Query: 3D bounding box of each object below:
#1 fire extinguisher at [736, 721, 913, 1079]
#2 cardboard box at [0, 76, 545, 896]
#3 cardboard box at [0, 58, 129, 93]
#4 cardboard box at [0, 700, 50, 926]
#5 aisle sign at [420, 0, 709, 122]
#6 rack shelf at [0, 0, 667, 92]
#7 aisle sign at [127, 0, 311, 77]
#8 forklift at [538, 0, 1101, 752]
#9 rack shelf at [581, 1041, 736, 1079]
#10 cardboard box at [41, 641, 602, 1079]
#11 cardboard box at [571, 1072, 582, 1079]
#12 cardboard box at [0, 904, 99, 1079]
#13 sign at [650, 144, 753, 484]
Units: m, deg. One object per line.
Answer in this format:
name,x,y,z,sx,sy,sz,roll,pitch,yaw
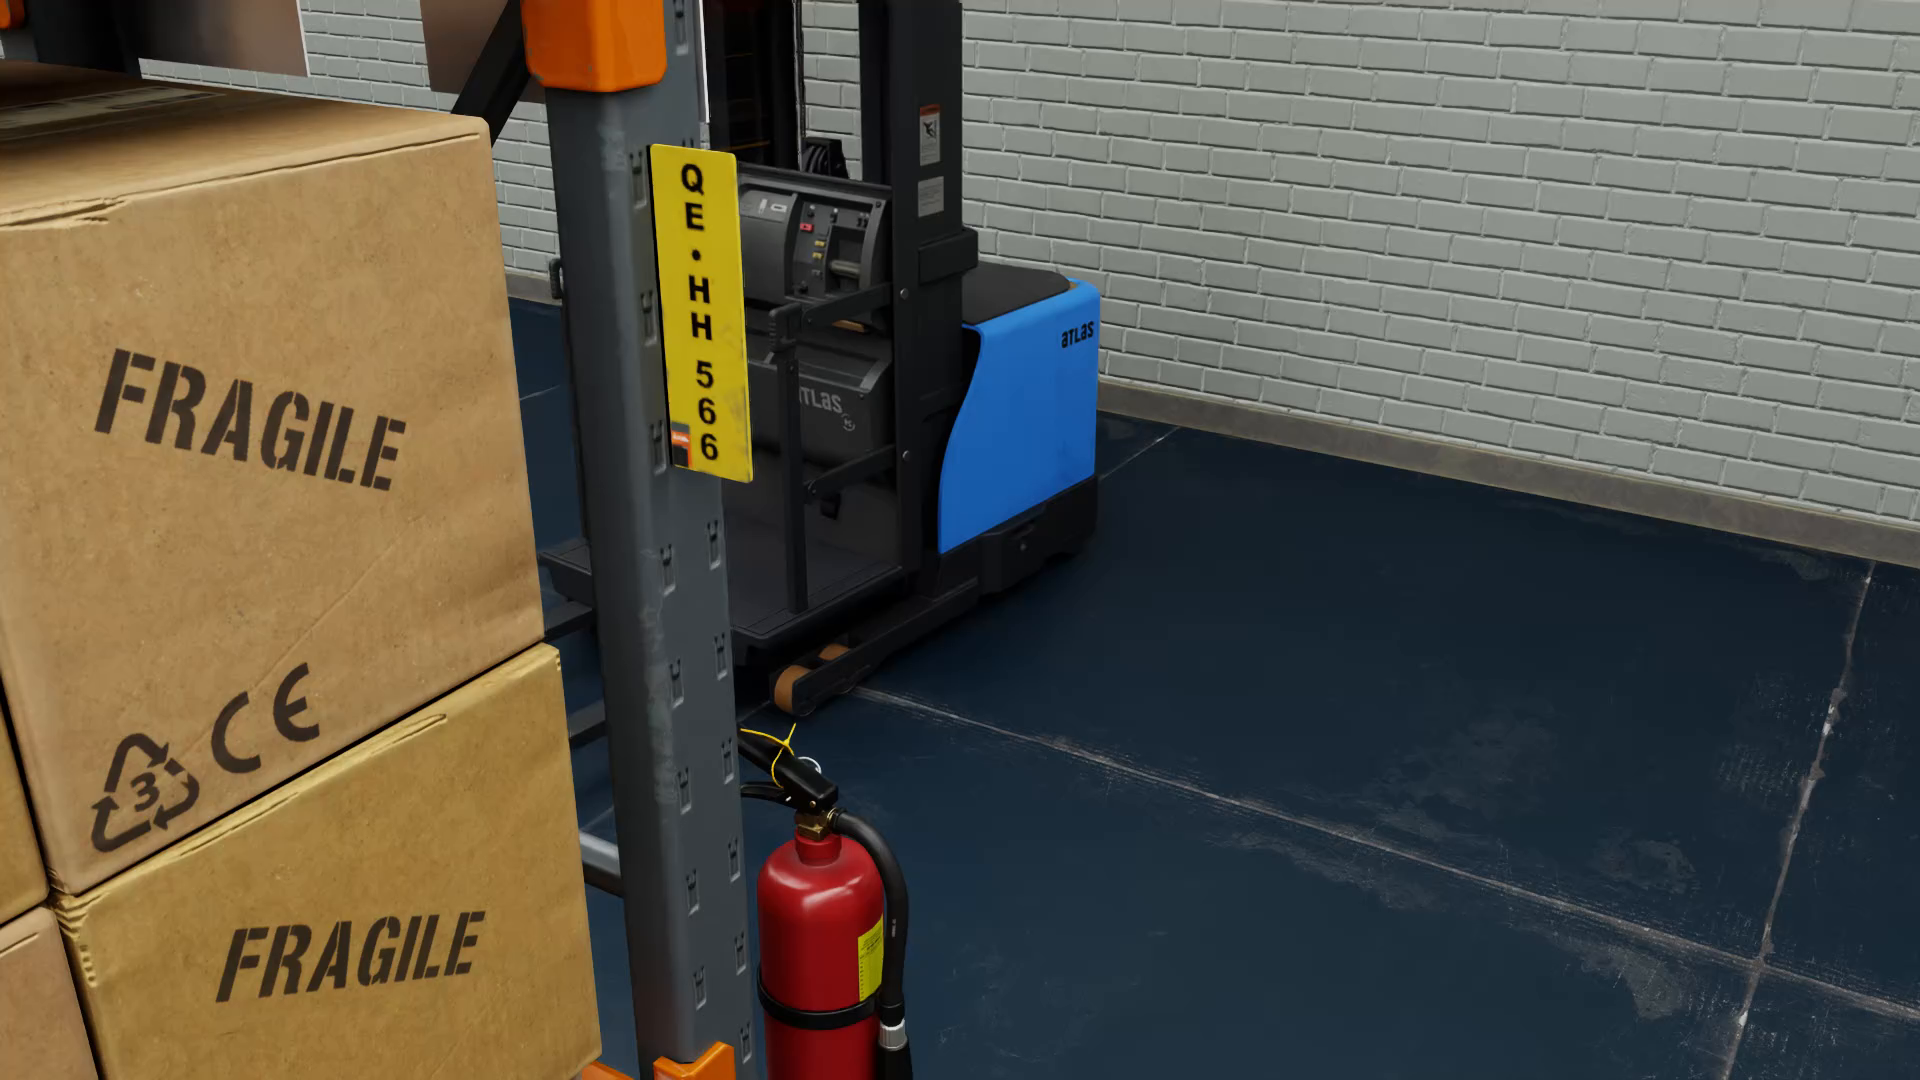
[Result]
fire extinguisher,-0.186,0.556,2.258,0.296,0.674,0.183,14,27,29
cardboard box,-0.741,-0.097,1.441,0.500,0.500,0.500,13,27,28
cardboard box,-1.173,-0.208,1.696,0.500,0.500,0.500,14,27,29
cardboard box,-1.008,0.074,1.046,0.500,0.500,0.500,13,27,27
aisle sign,-0.418,-0.818,1.591,0.394,0.787,0.004,14,27,29
rack shelf,-1.766,-0.034,0.183,1.077,0.370,4.000,14,27,29
aisle sign,-0.927,-0.943,1.881,0.394,0.787,0.004,14,27,29
forklift,-0.748,-0.990,5.347,1.130,2.935,3.031,17,29,34
rack shelf,-1.766,1.342,0.779,1.077,0.370,4.000,14,27,29
cardboard box,-0.729,0.360,1.641,0.500,0.500,0.500,14,27,30
cardboard box,-0.643,0.622,1.854,0.380,0.149,0.250,14,27,29
cardboard box,-1.006,0.533,1.242,0.500,0.500,0.500,13,27,28
sign,-0.250,-0.216,1.618,0.100,0.325,0.005,14,27,29
